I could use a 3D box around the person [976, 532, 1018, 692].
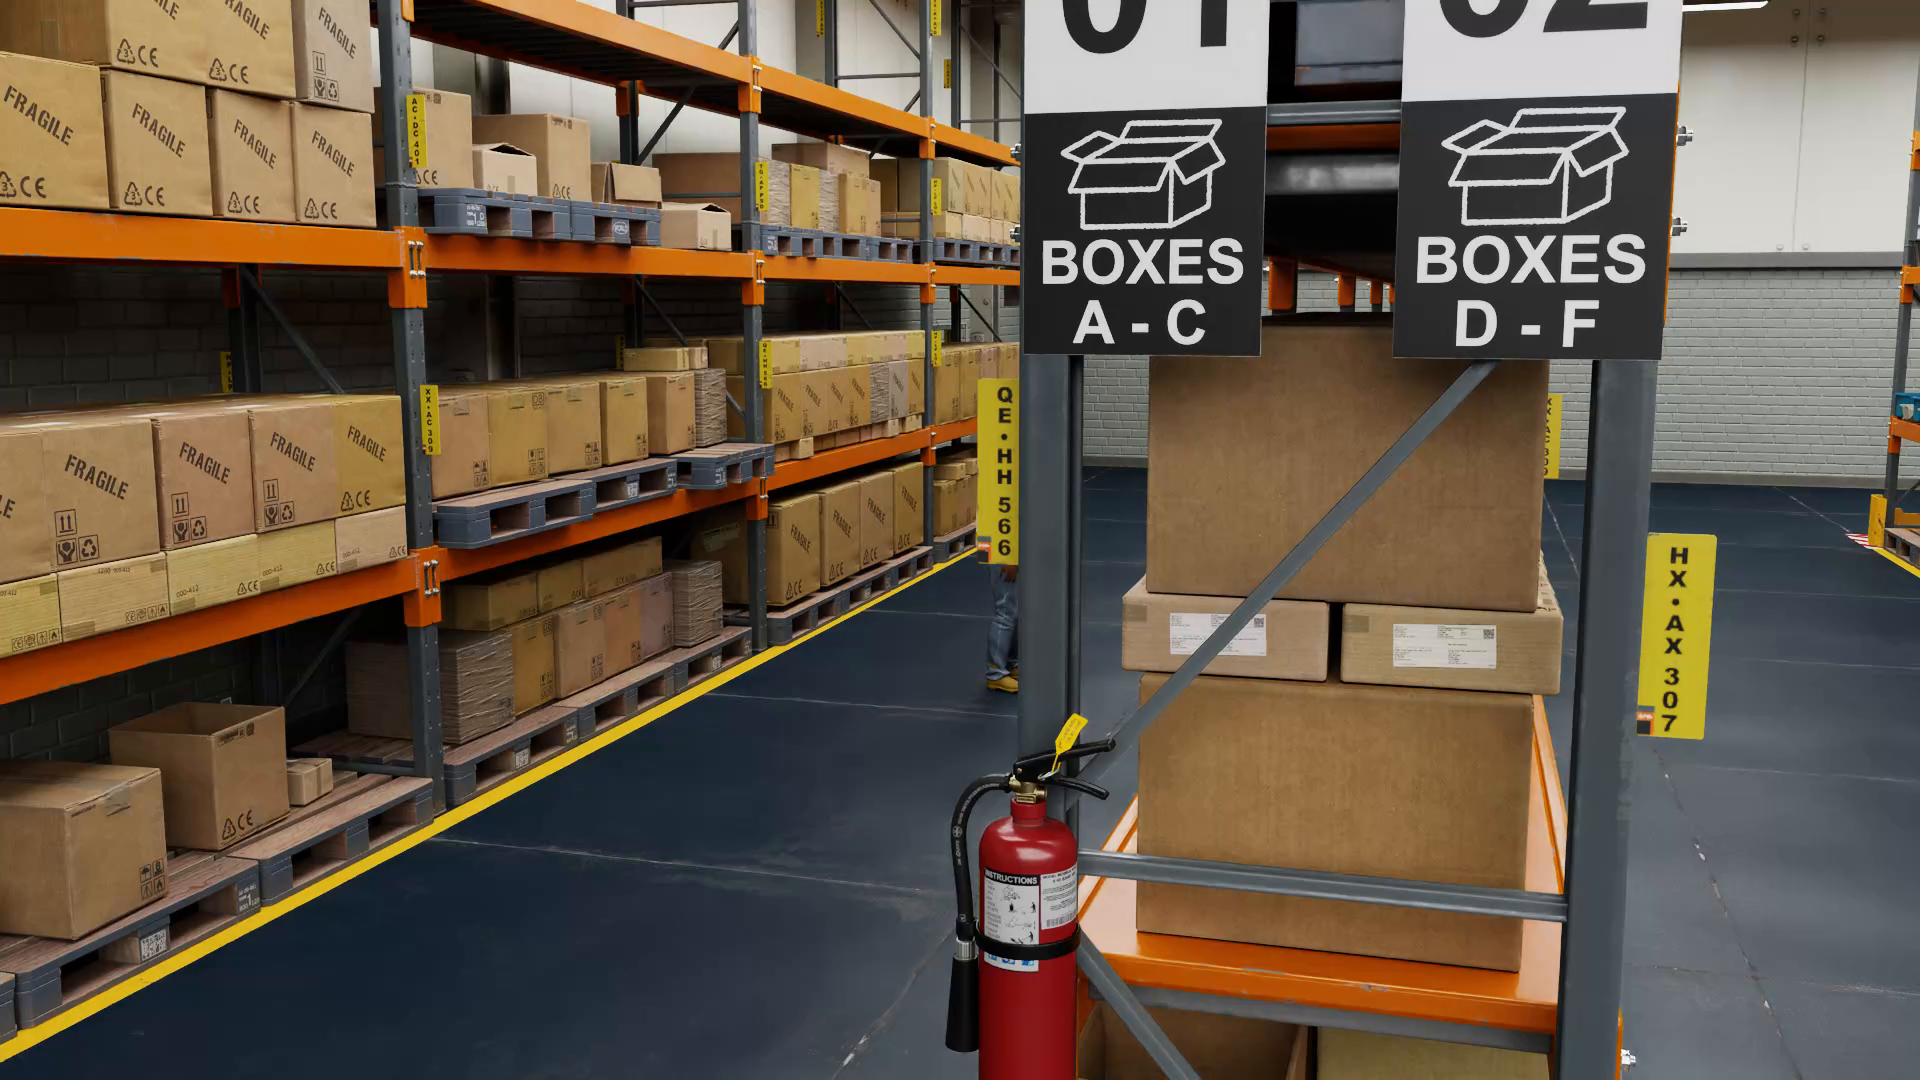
[{"bbox_3d":[0.340,0.072,10.782,0.456,1.757,0.637,2,9,14],"label":"person"}]
